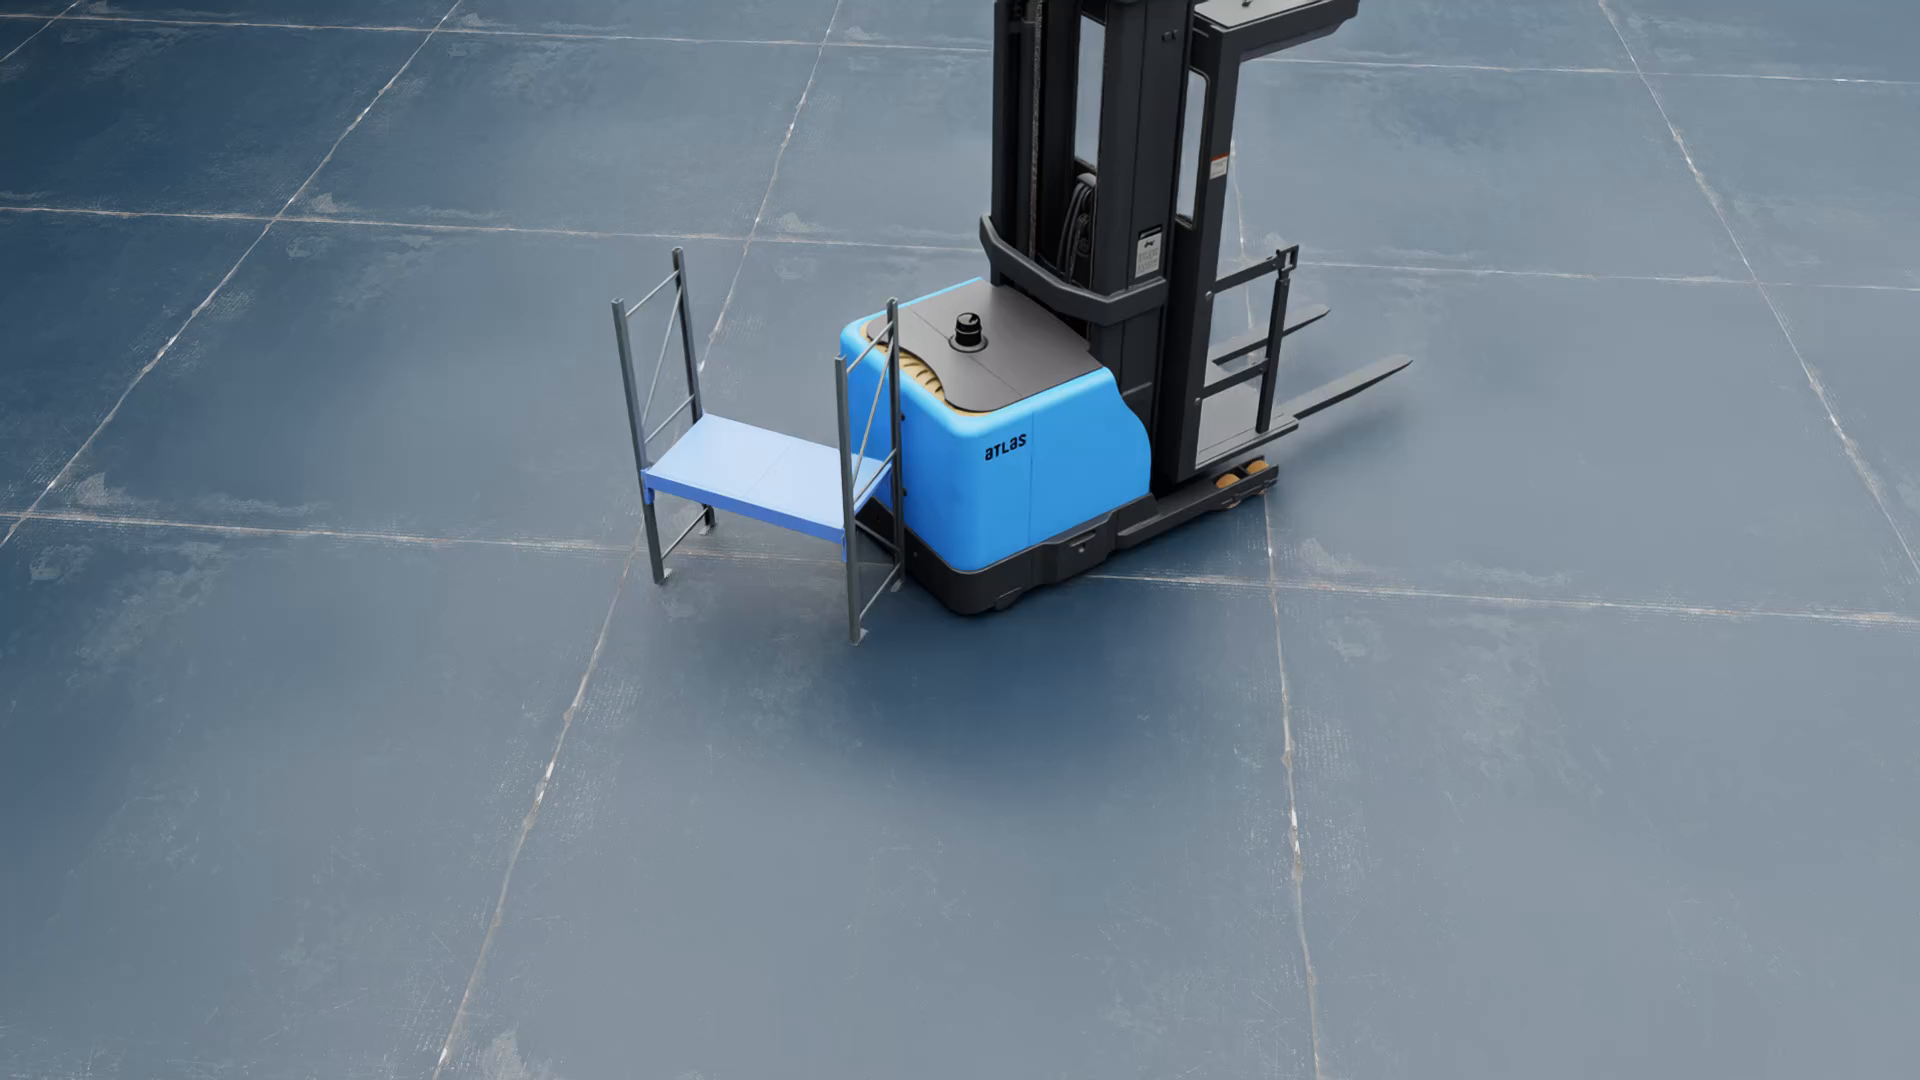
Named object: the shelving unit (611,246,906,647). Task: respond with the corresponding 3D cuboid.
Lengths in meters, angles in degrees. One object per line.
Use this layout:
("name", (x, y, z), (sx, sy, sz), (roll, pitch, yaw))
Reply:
("shelving unit", (-0.832, -0.390, 7.211), (1.048, 1.500, 0.538), (16, 42, 19))

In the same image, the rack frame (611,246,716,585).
("rack frame", (-1.295, -0.522, 7.374), (0.032, 1.500, 0.500), (16, 42, 19))

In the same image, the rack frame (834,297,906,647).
("rack frame", (-0.368, -0.258, 7.049), (0.032, 1.500, 0.500), (16, 42, 19))

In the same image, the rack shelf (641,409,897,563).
("rack shelf", (-0.832, -0.250, 7.325), (1.000, 0.185, 0.538), (16, 42, 19))

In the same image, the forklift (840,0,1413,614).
("forklift", (0.952, -1.541, 7.492), (3.031, 2.935, 1.130), (-24, 45, -26))
